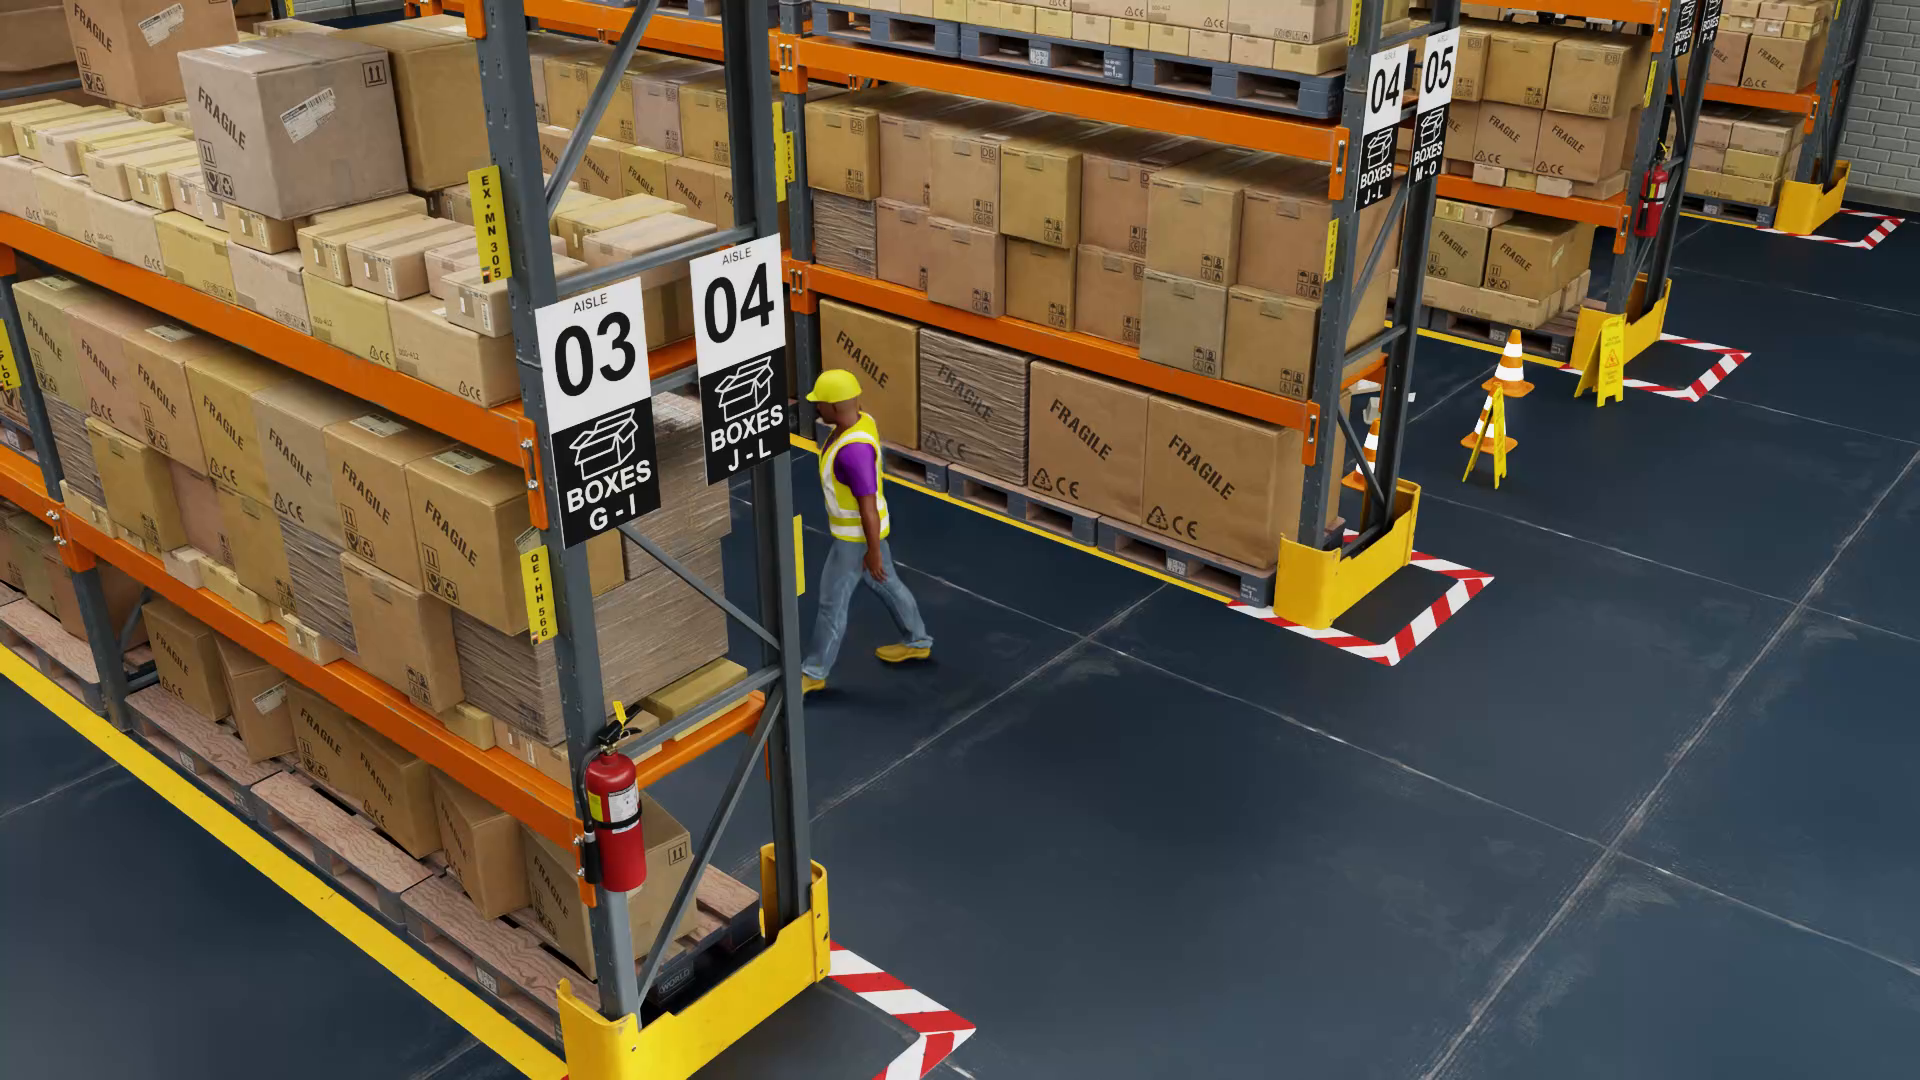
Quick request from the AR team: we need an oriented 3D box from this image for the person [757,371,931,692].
[{"bbox_3d":[-0.632,-0.063,8.711,0.950,1.719,0.646,-1,27,-3],"label":"person"}]
